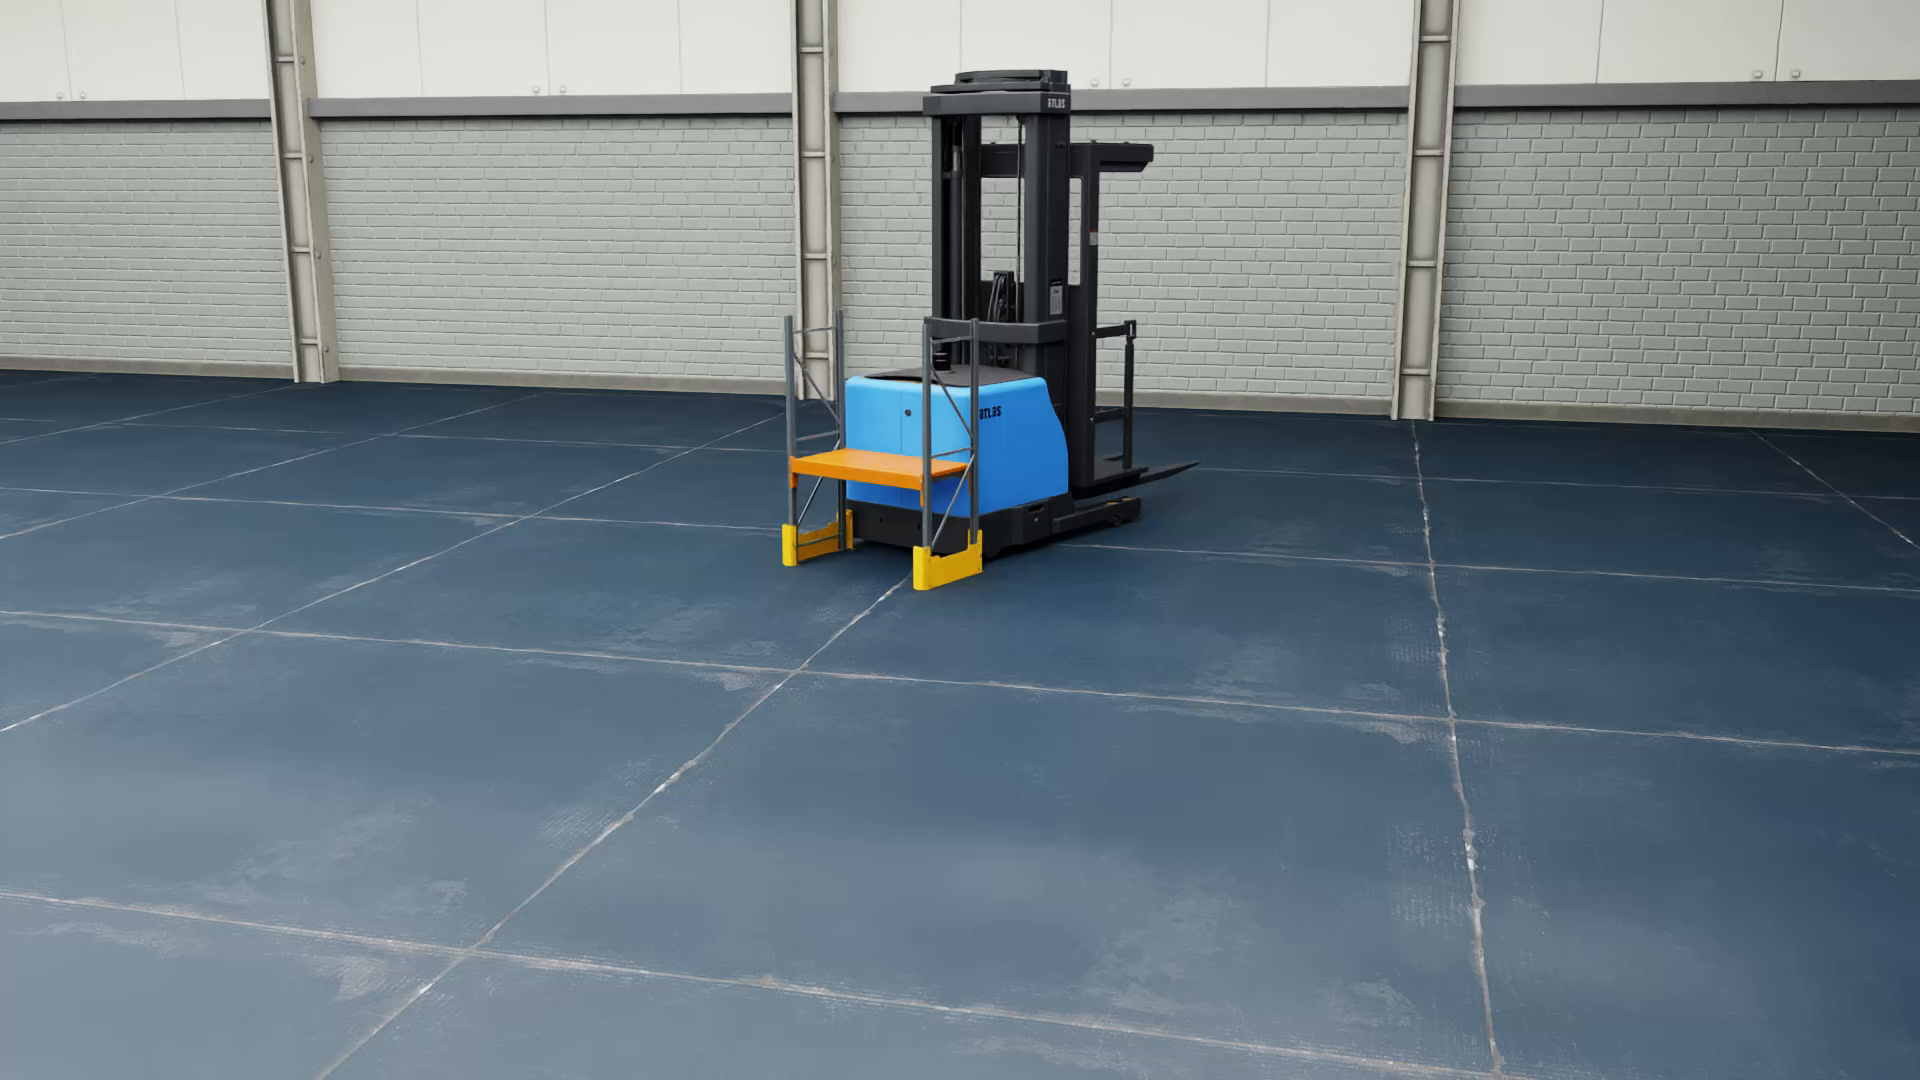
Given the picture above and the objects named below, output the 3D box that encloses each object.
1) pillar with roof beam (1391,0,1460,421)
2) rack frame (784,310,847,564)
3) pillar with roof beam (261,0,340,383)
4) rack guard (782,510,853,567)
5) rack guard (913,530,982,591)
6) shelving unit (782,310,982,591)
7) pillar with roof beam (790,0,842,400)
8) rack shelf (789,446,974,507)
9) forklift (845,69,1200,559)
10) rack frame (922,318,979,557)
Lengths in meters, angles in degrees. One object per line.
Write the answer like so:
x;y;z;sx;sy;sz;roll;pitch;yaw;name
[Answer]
3.334;-4.668;10.996;0.400;9.000;9.100;3;13;14;pillar with roof beam
-0.871;-0.626;10.091;0.032;1.500;0.500;9;15;35;rack frame
-8.316;-5.290;13.802;0.400;9.000;9.100;3;13;14;pillar with roof beam
-0.870;-0.015;10.226;0.087;0.250;0.587;9;15;35;rack guard
-0.066;0.112;9.651;0.087;0.250;0.587;9;15;35;rack guard
-0.468;-0.562;9.803;1.083;1.500;0.587;9;15;35;shelving unit
-2.491;-4.979;12.399;0.400;9.000;9.100;3;13;14;pillar with roof beam
-0.461;-0.385;9.837;1.000;0.185;0.538;9;15;35;rack shelf
0.577;-1.580;11.087;1.130;2.935;3.031;10;16;37;forklift
-0.051;-0.496;9.504;0.032;1.500;0.500;9;15;35;rack frame
